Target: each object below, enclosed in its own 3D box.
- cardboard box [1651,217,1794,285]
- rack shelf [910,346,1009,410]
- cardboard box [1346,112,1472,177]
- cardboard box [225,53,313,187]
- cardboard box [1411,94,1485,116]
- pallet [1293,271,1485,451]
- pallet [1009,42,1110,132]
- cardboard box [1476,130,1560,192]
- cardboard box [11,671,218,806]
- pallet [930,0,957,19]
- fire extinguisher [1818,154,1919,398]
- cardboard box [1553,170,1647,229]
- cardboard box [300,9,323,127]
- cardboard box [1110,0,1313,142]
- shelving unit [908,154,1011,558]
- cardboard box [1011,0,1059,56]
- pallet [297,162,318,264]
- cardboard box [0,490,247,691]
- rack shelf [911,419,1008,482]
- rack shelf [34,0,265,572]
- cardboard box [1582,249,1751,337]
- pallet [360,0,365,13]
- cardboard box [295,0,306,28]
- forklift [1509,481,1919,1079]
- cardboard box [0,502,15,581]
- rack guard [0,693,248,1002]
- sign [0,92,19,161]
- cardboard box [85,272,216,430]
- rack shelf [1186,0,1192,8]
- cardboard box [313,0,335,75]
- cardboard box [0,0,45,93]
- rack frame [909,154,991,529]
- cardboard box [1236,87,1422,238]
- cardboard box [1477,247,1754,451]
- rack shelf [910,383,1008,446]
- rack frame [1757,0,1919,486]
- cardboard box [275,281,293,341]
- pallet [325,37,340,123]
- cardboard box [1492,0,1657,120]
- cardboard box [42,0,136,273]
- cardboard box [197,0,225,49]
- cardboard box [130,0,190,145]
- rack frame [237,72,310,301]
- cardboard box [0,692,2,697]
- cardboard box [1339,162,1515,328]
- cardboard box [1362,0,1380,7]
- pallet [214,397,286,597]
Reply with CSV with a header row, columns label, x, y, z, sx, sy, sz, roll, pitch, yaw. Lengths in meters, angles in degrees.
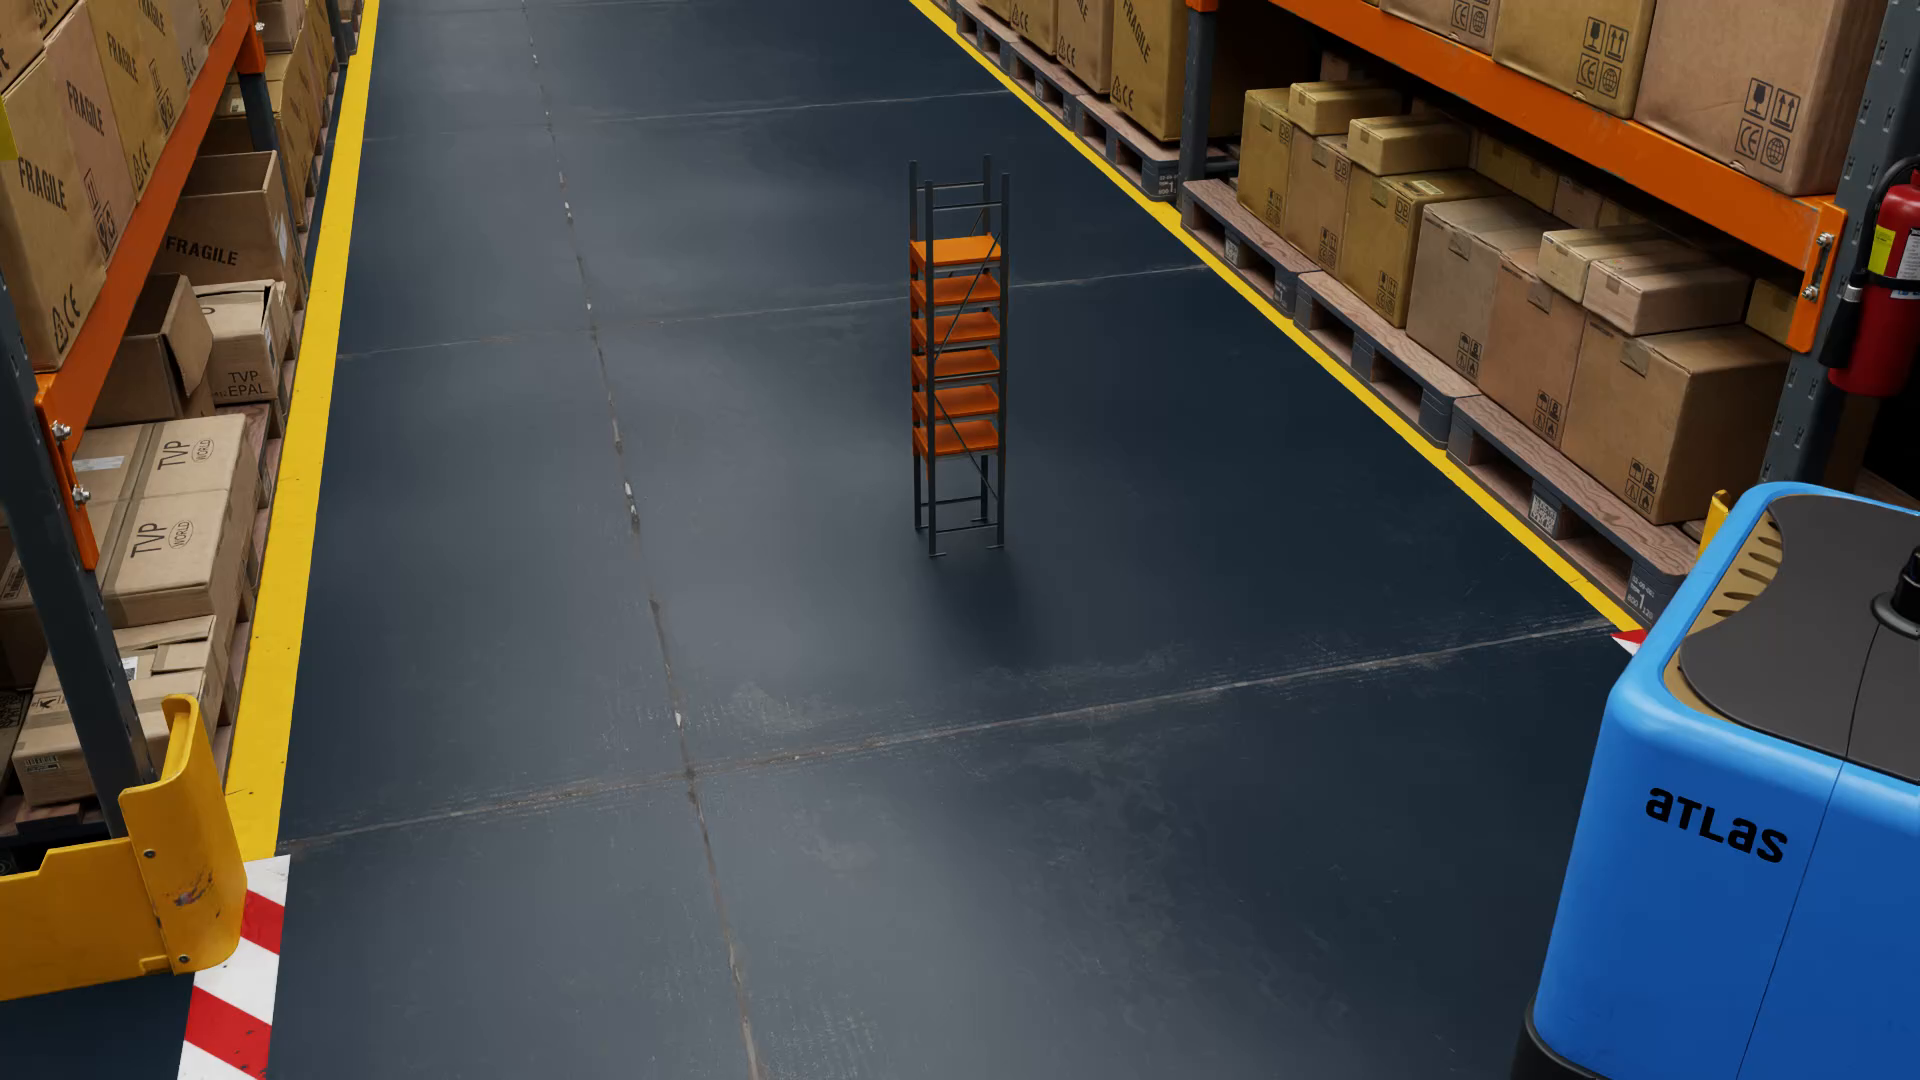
label,x,y,z,sx,sy,sz,roll,pitch,yaw
cardboard box,2.406,-0.914,5.263,0.380,0.149,0.250,-8,31,-13
rack shelf,-0.004,-0.488,4.984,0.258,0.103,0.180,-8,31,-13
cardboard box,1.689,-1.494,6.265,0.380,0.149,0.250,-9,31,-15
cardboard box,-3.285,-1.900,7.594,0.500,0.500,0.500,-7,31,-13
cardboard box,2.001,-1.651,6.536,0.380,0.149,0.250,-9,31,-15
pallet,1.990,-0.755,6.343,1.003,0.211,1.213,-8,31,-13
pallet,0.931,-2.676,9.662,1.003,0.211,1.213,-8,31,-13
cardboard box,2.136,-1.404,6.110,0.380,0.149,0.250,-8,31,-14
cardboard box,-1.957,0.458,3.871,0.380,0.149,0.250,-8,31,-13
pallet,0.268,-4.032,12.006,1.003,0.211,1.213,-8,31,-13
fire extinguisher,2.193,-0.669,3.860,0.296,0.674,0.183,-8,31,-13
cardboard box,2.272,-1.158,5.684,0.380,0.149,0.250,-7,31,-13
cardboard box,-3.544,-2.387,8.435,0.500,0.500,0.500,-9,31,-15
cardboard box,1.238,-2.478,8.263,0.750,0.750,0.750,-7,31,-13
shelving unit,-0.004,-0.526,4.962,0.258,1.200,0.189,-8,31,-13
cardboard box,0.769,-3.316,9.712,0.750,0.750,0.750,-8,31,-14
pallet,-3.491,-1.450,7.545,1.003,0.211,1.213,-8,31,-13
cardboard box,-2.181,0.120,4.353,0.500,0.250,0.500,-8,31,-13
rack shelf,-0.004,-0.280,5.104,0.258,0.103,0.180,-8,31,-13
rack shelf,-2.708,-0.992,4.688,1.077,0.370,4.000,-8,31,-13
cardboard box,2.106,-0.741,4.964,0.380,0.149,0.250,-8,31,-14
pallet,-4.802,-3.985,11.924,1.003,0.211,1.213,-8,31,-13
cardboard box,-3.532,-2.694,8.217,0.500,0.250,0.500,-8,31,-14
forklift,2.536,0.150,2.065,3.031,2.935,1.130,20,36,31
cardboard box,-2.782,-0.030,4.614,0.500,0.250,0.500,-8,31,-13
rack guard,-2.198,0.708,3.528,1.175,0.500,0.348,-8,31,-13
sign,-1.654,-0.784,2.746,0.100,0.325,0.005,-8,31,-13
cardboard box,-2.735,-0.473,5.125,0.797,0.503,0.637,-8,31,-13
rack shelf,1.005,-3.584,9.166,1.077,0.370,4.000,-8,31,-13
cardboard box,-3.826,-2.889,9.303,0.500,0.500,0.500,-7,31,-11
cardboard box,-2.041,-1.063,2.994,0.500,0.500,0.500,-7,31,-12
rack frame,-0.028,-0.570,5.038,0.240,1.200,0.006,-8,31,-13
cardboard box,1.636,-1.655,7.191,0.700,0.500,0.500,-7,31,-13
cardboard box,2.183,-0.664,5.479,0.700,0.500,0.500,-8,31,-13
rack shelf,-0.004,-0.384,5.044,0.258,0.103,0.180,-8,31,-13
rack frame,2.598,-0.998,3.980,1.000,3.000,0.127,-8,31,-13
cardboard box,-2.657,-0.815,6.071,0.380,0.149,0.250,-8,31,-13
pallet,-4.139,-2.629,9.581,1.003,0.211,1.213,-8,31,-13
cardboard box,2.249,-1.722,4.932,0.980,0.700,0.700,-8,31,-14
cardboard box,-2.183,-0.878,3.674,0.500,0.500,0.500,-8,31,-14
cardboard box,-2.721,-1.856,5.363,0.500,0.500,0.500,-7,31,-12
cardboard box,-2.444,-1.363,4.510,0.500,0.500,0.500,-7,31,-13
rack frame,-3.239,-2.269,6.176,1.000,3.000,0.127,-8,31,-13
cardboard box,-2.559,0.324,3.752,0.500,0.500,0.500,-8,31,-13
cardboard box,1.900,-1.164,6.342,0.700,0.500,0.500,-7,31,-12
cardboard box,1.853,-2.442,6.175,0.980,0.700,0.700,-9,31,-15
pallet,-2.730,-0.140,5.282,1.003,0.211,1.213,-8,31,-13
